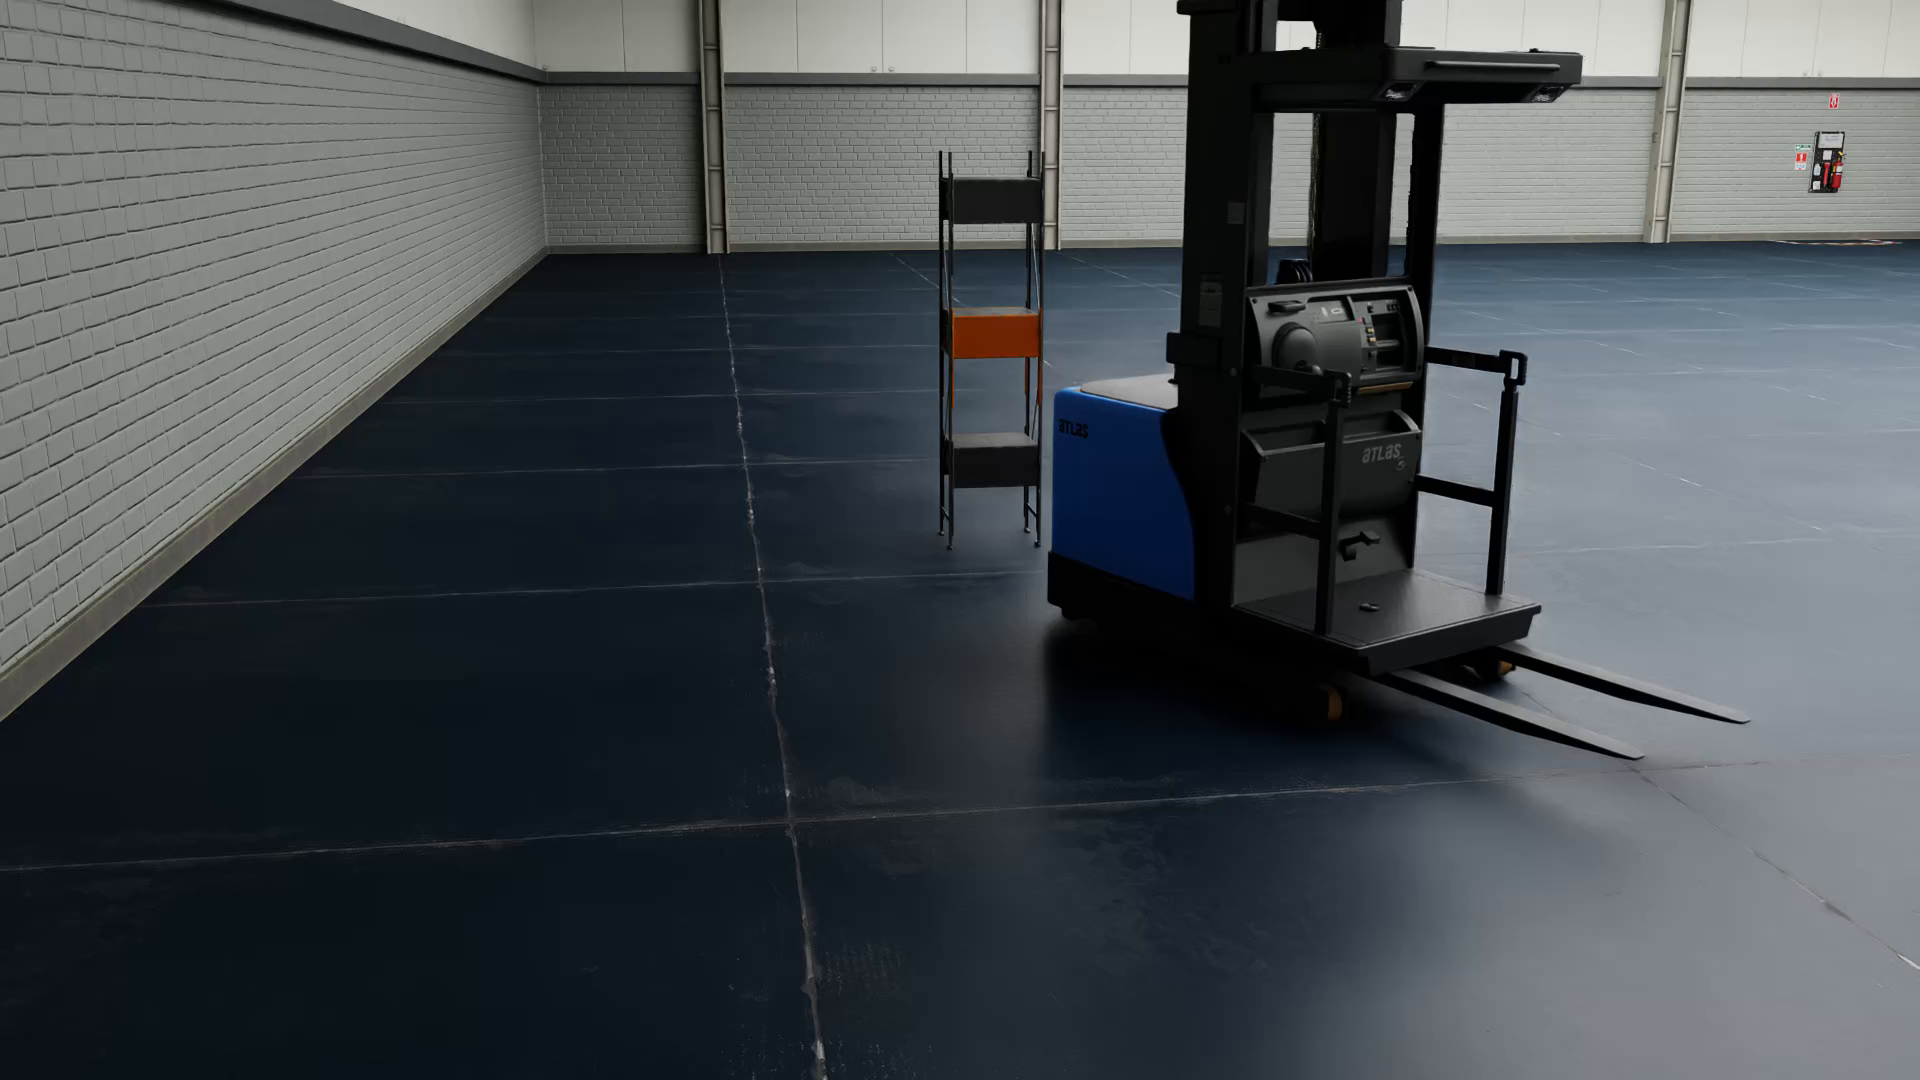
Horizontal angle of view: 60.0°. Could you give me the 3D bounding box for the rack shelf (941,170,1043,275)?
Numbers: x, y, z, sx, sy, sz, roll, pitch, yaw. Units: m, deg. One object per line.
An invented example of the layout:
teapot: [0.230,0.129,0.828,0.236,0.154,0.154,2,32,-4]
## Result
rack shelf: [0.164,-1.690,8.823,0.480,0.518,0.431,-2,14,-8]

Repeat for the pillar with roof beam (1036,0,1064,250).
pillar with roof beam: [2.267,-8.671,25.300,0.400,9.000,9.100,-2,14,-8]

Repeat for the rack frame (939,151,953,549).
rack frame: [-0.078,-1.016,8.955,0.015,2.100,0.400,-2,14,-8]

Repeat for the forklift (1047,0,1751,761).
forklift: [1.645,-0.839,6.543,1.130,2.935,3.031,-9,17,-33]

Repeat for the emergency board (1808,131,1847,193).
emergency board: [16.975,-7.369,32.439,0.643,1.169,0.194,-2,14,-8]

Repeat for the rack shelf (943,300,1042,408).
rack shelf: [0.164,-1.011,8.994,0.480,0.518,0.431,-2,14,-8]

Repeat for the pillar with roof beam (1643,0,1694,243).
pillar with roof beam: [14.133,-9.106,27.034,0.400,9.000,9.100,-2,14,-8]

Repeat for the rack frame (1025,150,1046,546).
rack frame: [0.405,-1.033,9.026,0.015,2.100,0.400,-2,14,-8]

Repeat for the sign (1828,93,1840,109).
sign: [16.952,-8.517,32.251,0.199,0.298,0.001,-2,14,-8]

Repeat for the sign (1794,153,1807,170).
sign: [16.413,-7.391,32.454,0.234,0.329,0.001,-2,14,-8]

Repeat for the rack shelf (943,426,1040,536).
rack shelf: [0.164,-0.332,9.164,0.480,0.518,0.431,-2,14,-8]

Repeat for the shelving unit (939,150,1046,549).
shelving unit: [0.164,-1.024,8.990,0.503,2.100,0.431,-2,14,-8]

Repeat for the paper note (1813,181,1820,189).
paper note: [16.790,-6.952,32.587,0.142,0.148,0.016,-2,14,-8]

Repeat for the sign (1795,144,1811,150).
sign: [16.419,-7.646,32.381,0.331,0.109,0.001,-2,14,-8]

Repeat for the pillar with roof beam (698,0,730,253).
pillar with roof beam: [-3.667,-8.454,24.433,0.400,9.000,9.100,-2,14,-8]
